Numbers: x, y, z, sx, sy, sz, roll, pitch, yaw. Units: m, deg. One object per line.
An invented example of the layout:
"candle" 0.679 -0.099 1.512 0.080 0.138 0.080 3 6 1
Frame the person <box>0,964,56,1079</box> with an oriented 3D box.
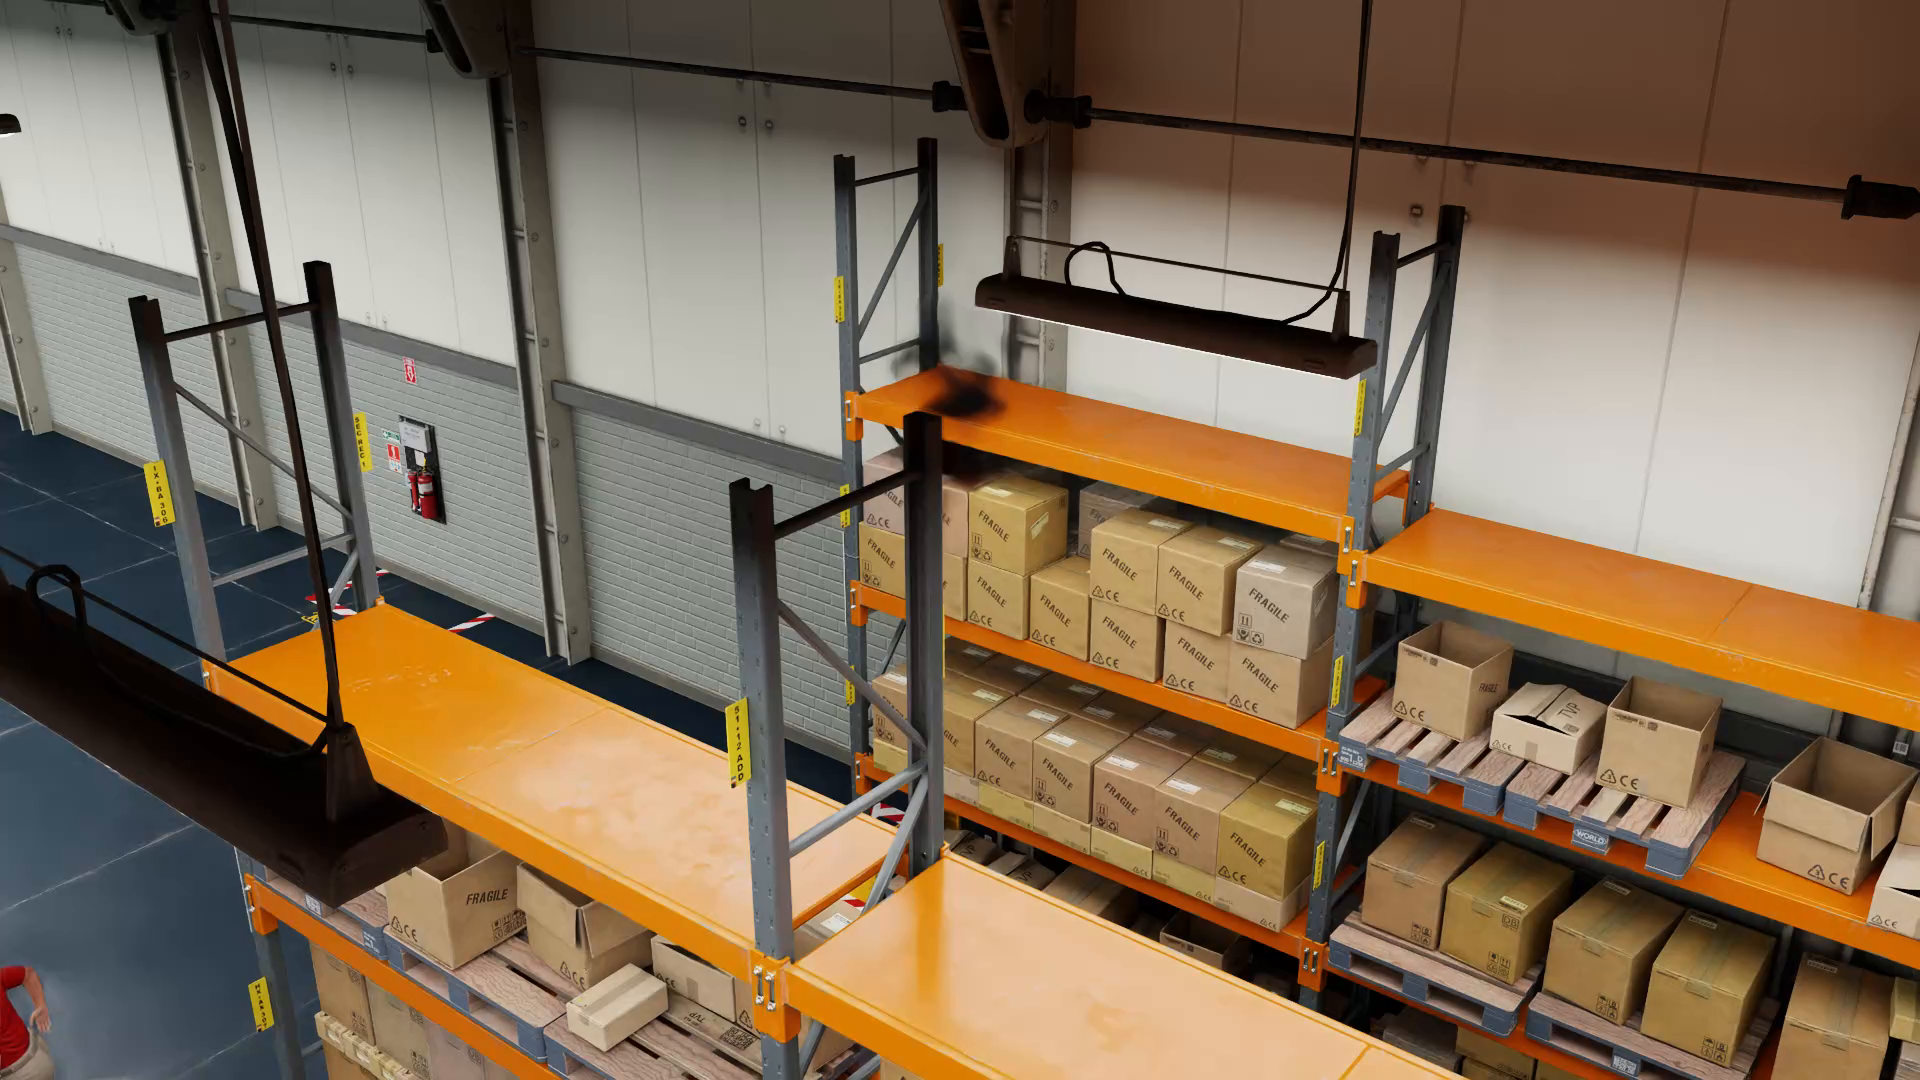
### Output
"person" -6.003 3.341 10.494 0.842 1.648 0.646 -13 26 -28
